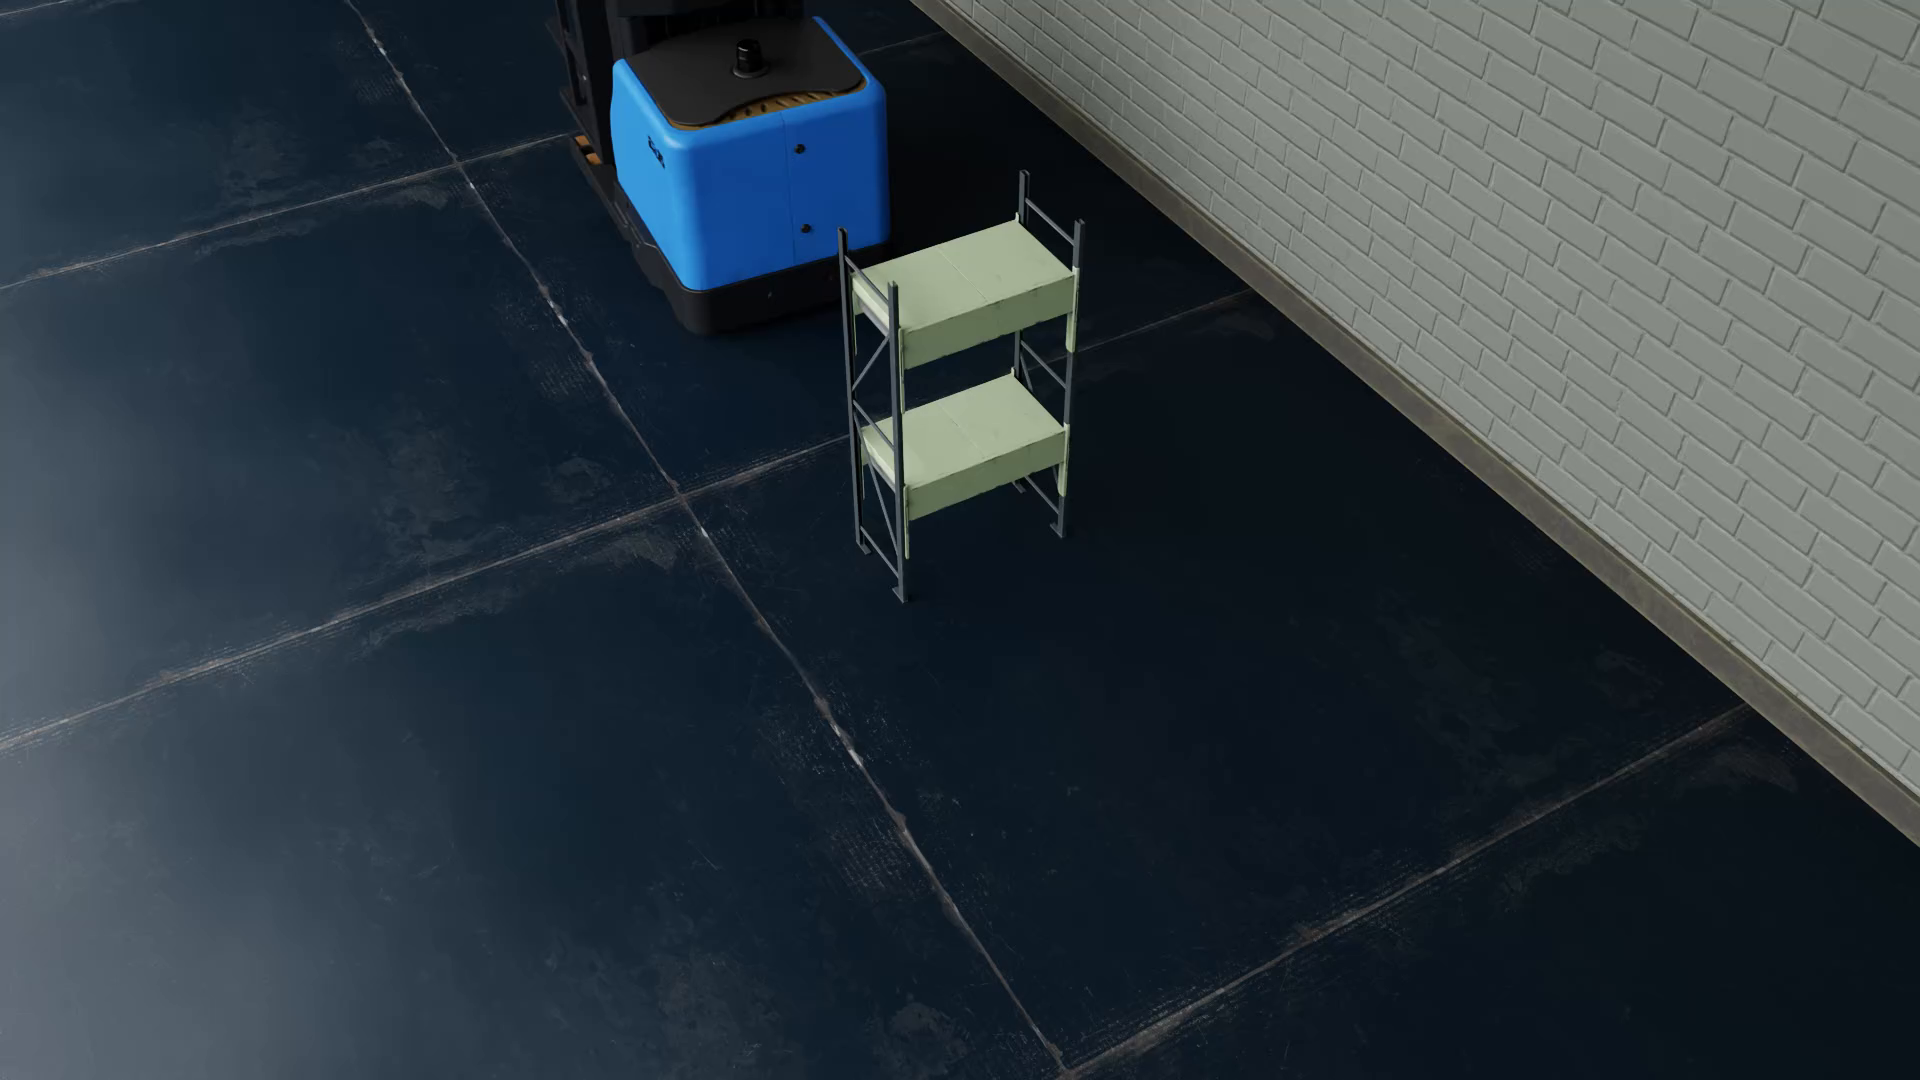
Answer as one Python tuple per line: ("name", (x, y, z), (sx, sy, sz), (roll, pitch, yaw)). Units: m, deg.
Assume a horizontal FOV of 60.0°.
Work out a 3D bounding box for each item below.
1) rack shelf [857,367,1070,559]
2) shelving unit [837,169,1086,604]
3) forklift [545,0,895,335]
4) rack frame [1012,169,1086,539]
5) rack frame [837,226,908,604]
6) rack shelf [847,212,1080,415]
("rack shelf", (0.006, -0.307, 6.457), (0.720, 0.370, 0.431), (-22, 48, -21))
("shelving unit", (0.006, -0.541, 6.230), (0.755, 1.500, 0.431), (-22, 48, -21))
("forklift", (-1.403, -3.020, 7.758), (1.130, 2.935, 3.031), (-19, 47, -18))
("rack frame", (0.323, -0.668, 6.361), (0.023, 1.500, 0.400), (-22, 48, -21))
("rack frame", (-0.312, -0.414, 6.099), (0.023, 1.500, 0.400), (-22, 48, -21))
("rack shelf", (0.006, -0.821, 5.958), (0.720, 0.370, 0.431), (-22, 48, -21))
